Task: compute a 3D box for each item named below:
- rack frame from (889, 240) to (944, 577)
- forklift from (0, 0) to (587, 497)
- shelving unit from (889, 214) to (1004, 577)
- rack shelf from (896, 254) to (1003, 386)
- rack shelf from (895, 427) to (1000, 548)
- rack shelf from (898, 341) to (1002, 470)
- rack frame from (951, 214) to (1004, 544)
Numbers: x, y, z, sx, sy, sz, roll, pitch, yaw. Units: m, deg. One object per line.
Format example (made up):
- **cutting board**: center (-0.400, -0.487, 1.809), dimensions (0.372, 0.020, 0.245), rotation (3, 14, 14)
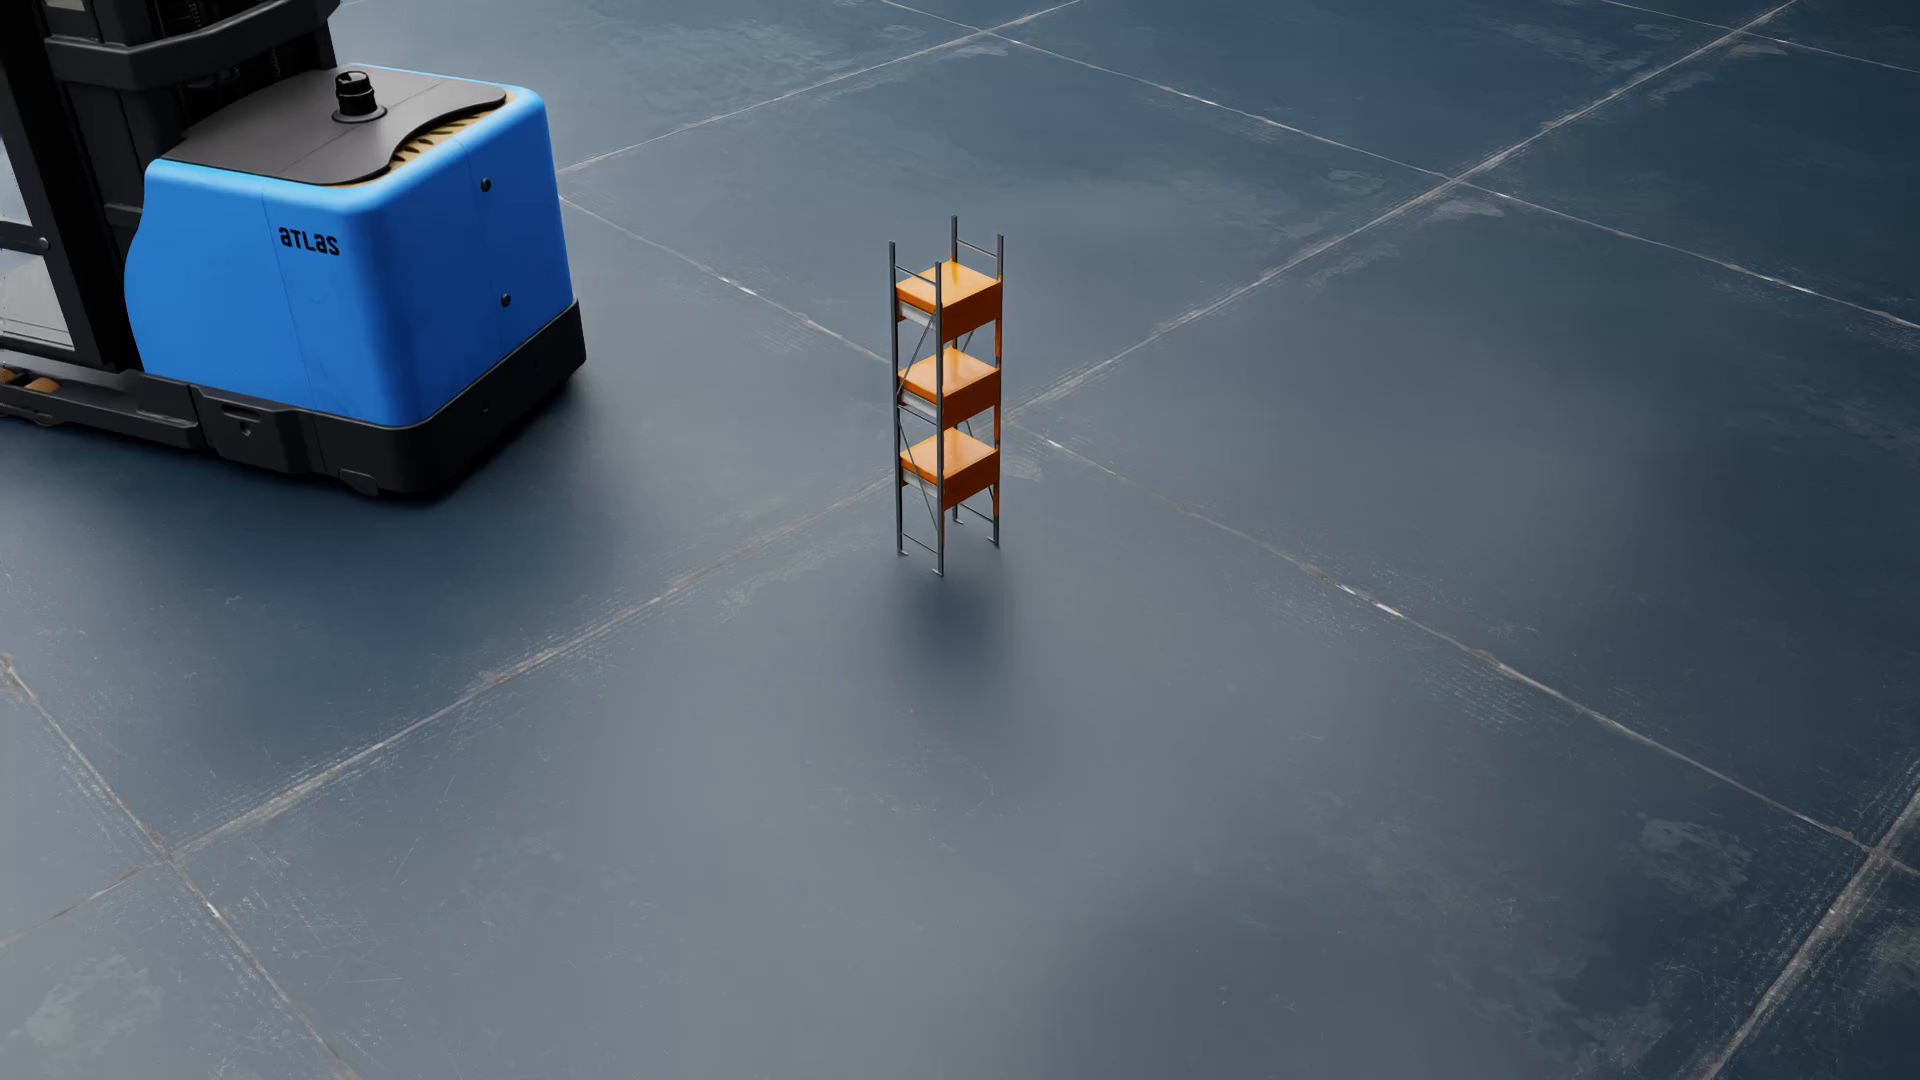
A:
- **rack frame**: center (-0.124, -0.359, 4.848), dimensions (0.200, 1.050, 0.008), rotation (30, 45, 35)
- **forklift**: center (-2.934, -1.866, 5.363), dimensions (3.031, 2.935, 1.130), rotation (12, 37, 17)
- **shelving unit**: center (-0.038, -0.409, 4.919), dimensions (0.215, 1.050, 0.252), rotation (30, 45, 35)
- **rack shelf**: center (-0.038, -0.633, 4.762), dimensions (0.215, 0.259, 0.240), rotation (30, 45, 35)
- **rack shelf**: center (-0.038, -0.172, 5.084), dimensions (0.215, 0.259, 0.240), rotation (30, 45, 35)
- **rack shelf**: center (-0.038, -0.400, 4.925), dimensions (0.215, 0.259, 0.240), rotation (30, 45, 35)
- **rack frame**: center (0.048, -0.458, 4.990), dimensions (0.200, 1.050, 0.008), rotation (30, 45, 35)
